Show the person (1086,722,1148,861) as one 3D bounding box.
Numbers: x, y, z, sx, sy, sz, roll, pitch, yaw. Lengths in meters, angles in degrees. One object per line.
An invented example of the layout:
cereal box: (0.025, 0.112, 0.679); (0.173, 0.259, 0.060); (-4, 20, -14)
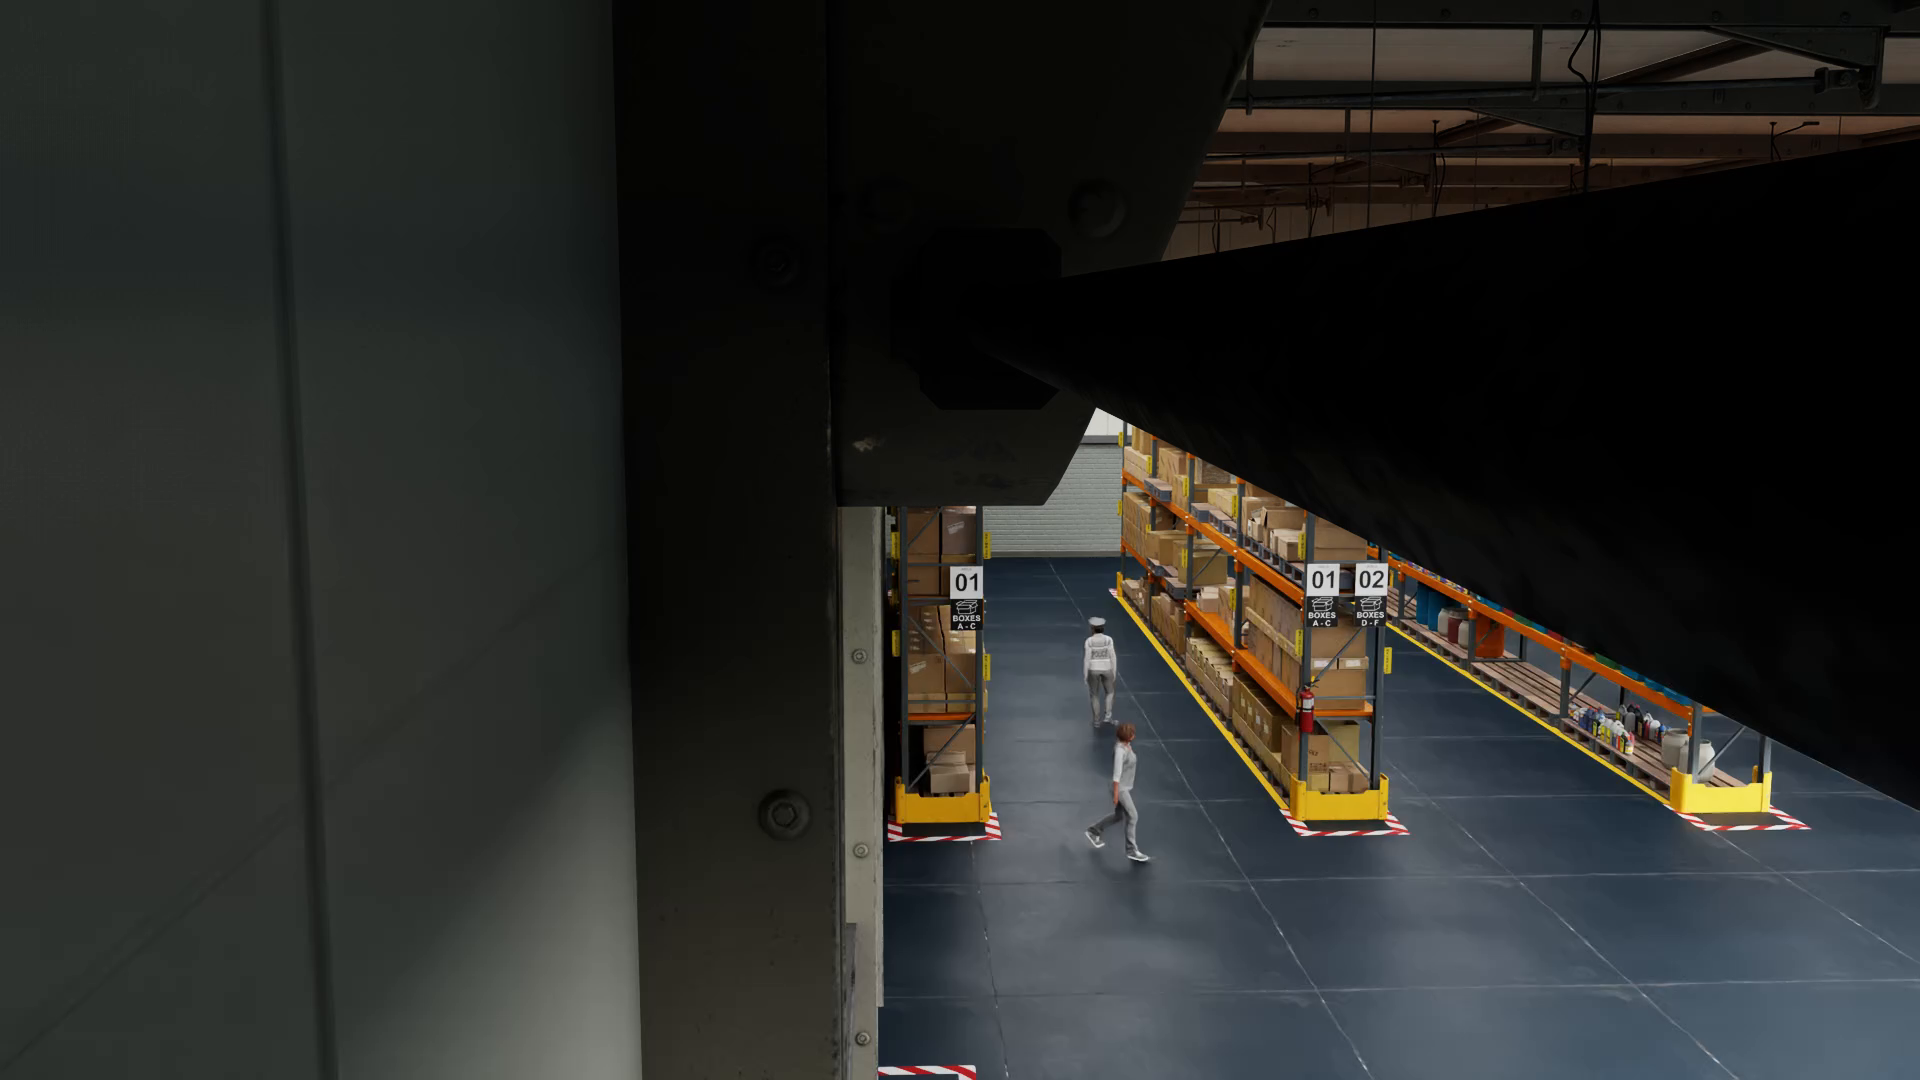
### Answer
person: (1.827, 2.868, 19.215); (0.792, 1.563, 0.445); (2, 8, 16)

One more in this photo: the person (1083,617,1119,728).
person: (2.117, 2.007, 24.977); (0.519, 1.675, 0.488); (-1, 8, -6)
